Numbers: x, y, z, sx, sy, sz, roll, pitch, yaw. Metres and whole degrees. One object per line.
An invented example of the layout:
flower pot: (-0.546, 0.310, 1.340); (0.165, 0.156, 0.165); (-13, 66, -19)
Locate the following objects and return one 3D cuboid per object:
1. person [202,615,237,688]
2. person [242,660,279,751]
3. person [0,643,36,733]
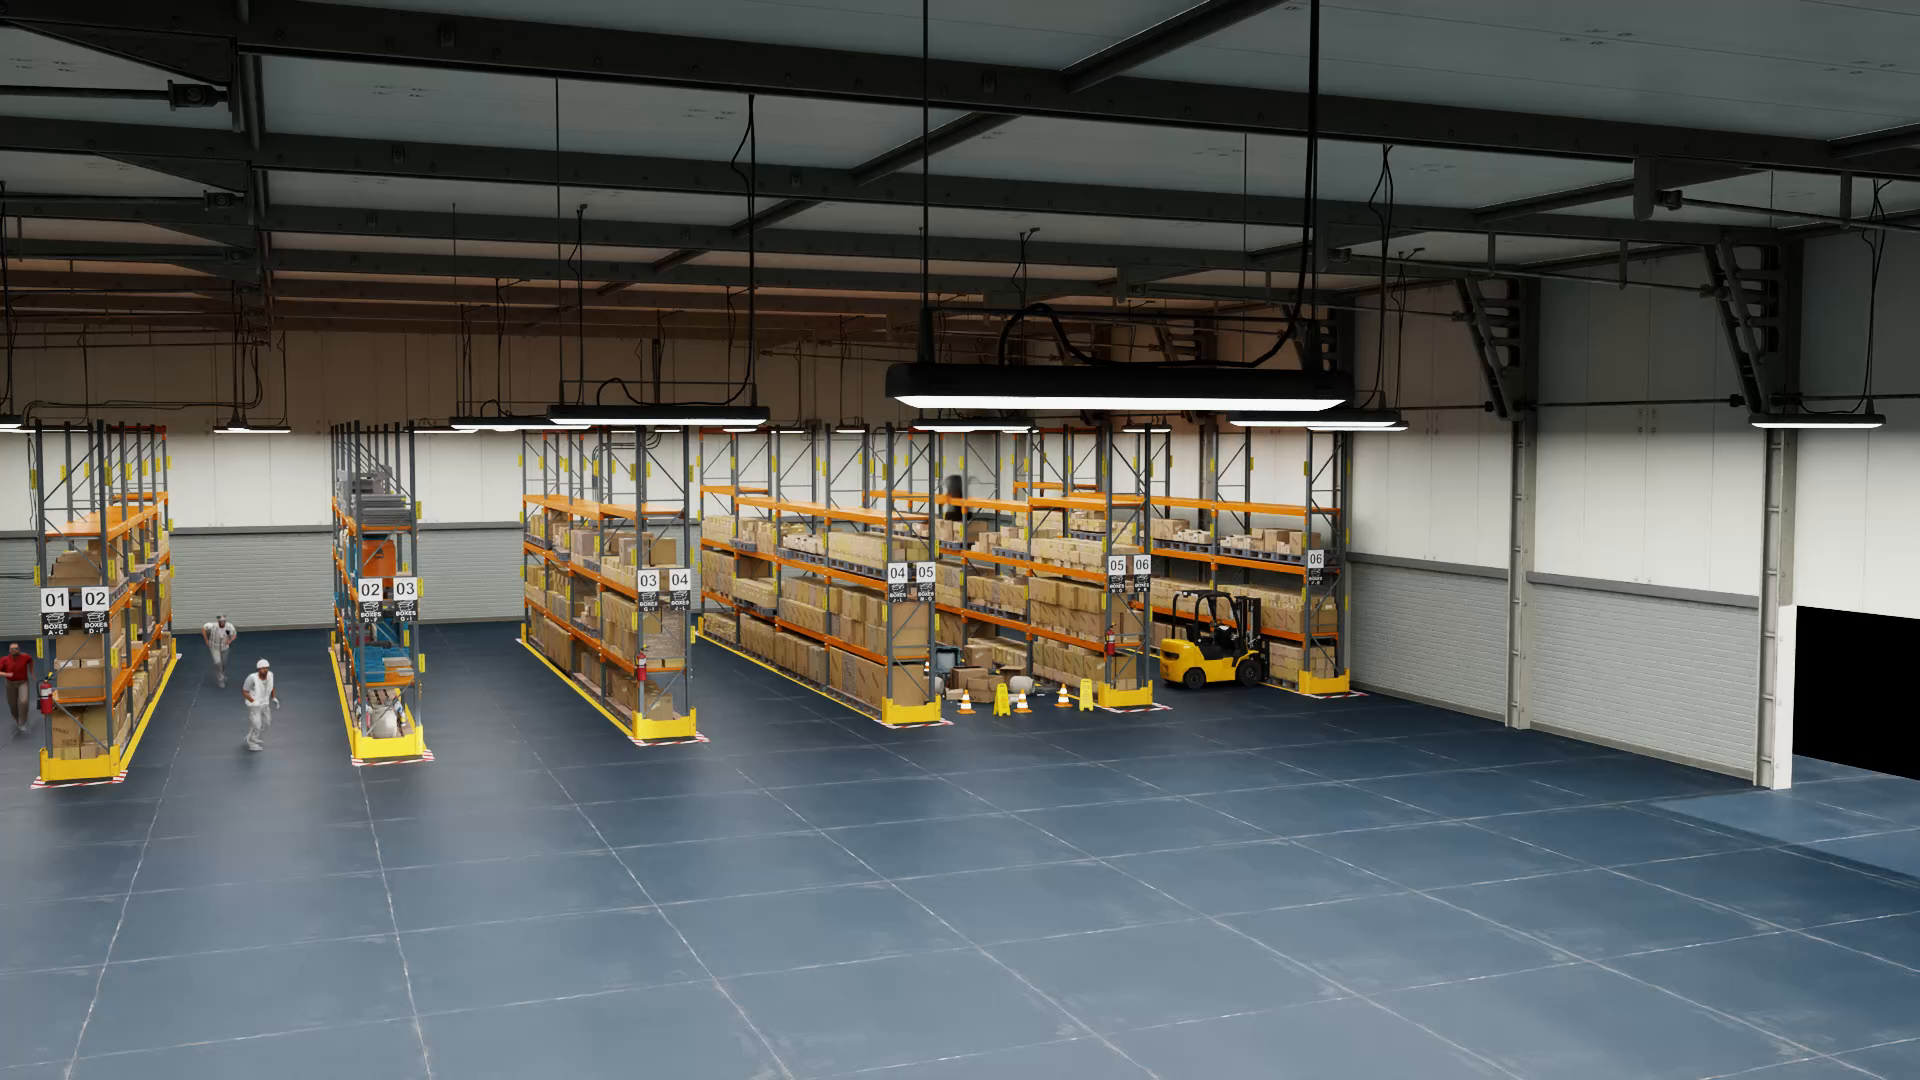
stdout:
person: (-17.012, 2.537, 38.219); (0.712, 1.729, 1.004); (-2, 4, -27)
person: (-12.805, 2.991, 30.255); (0.825, 1.679, 0.653); (2, 4, 28)
person: (-18.385, 2.848, 32.411); (0.672, 1.720, 1.010); (-2, 4, -28)
